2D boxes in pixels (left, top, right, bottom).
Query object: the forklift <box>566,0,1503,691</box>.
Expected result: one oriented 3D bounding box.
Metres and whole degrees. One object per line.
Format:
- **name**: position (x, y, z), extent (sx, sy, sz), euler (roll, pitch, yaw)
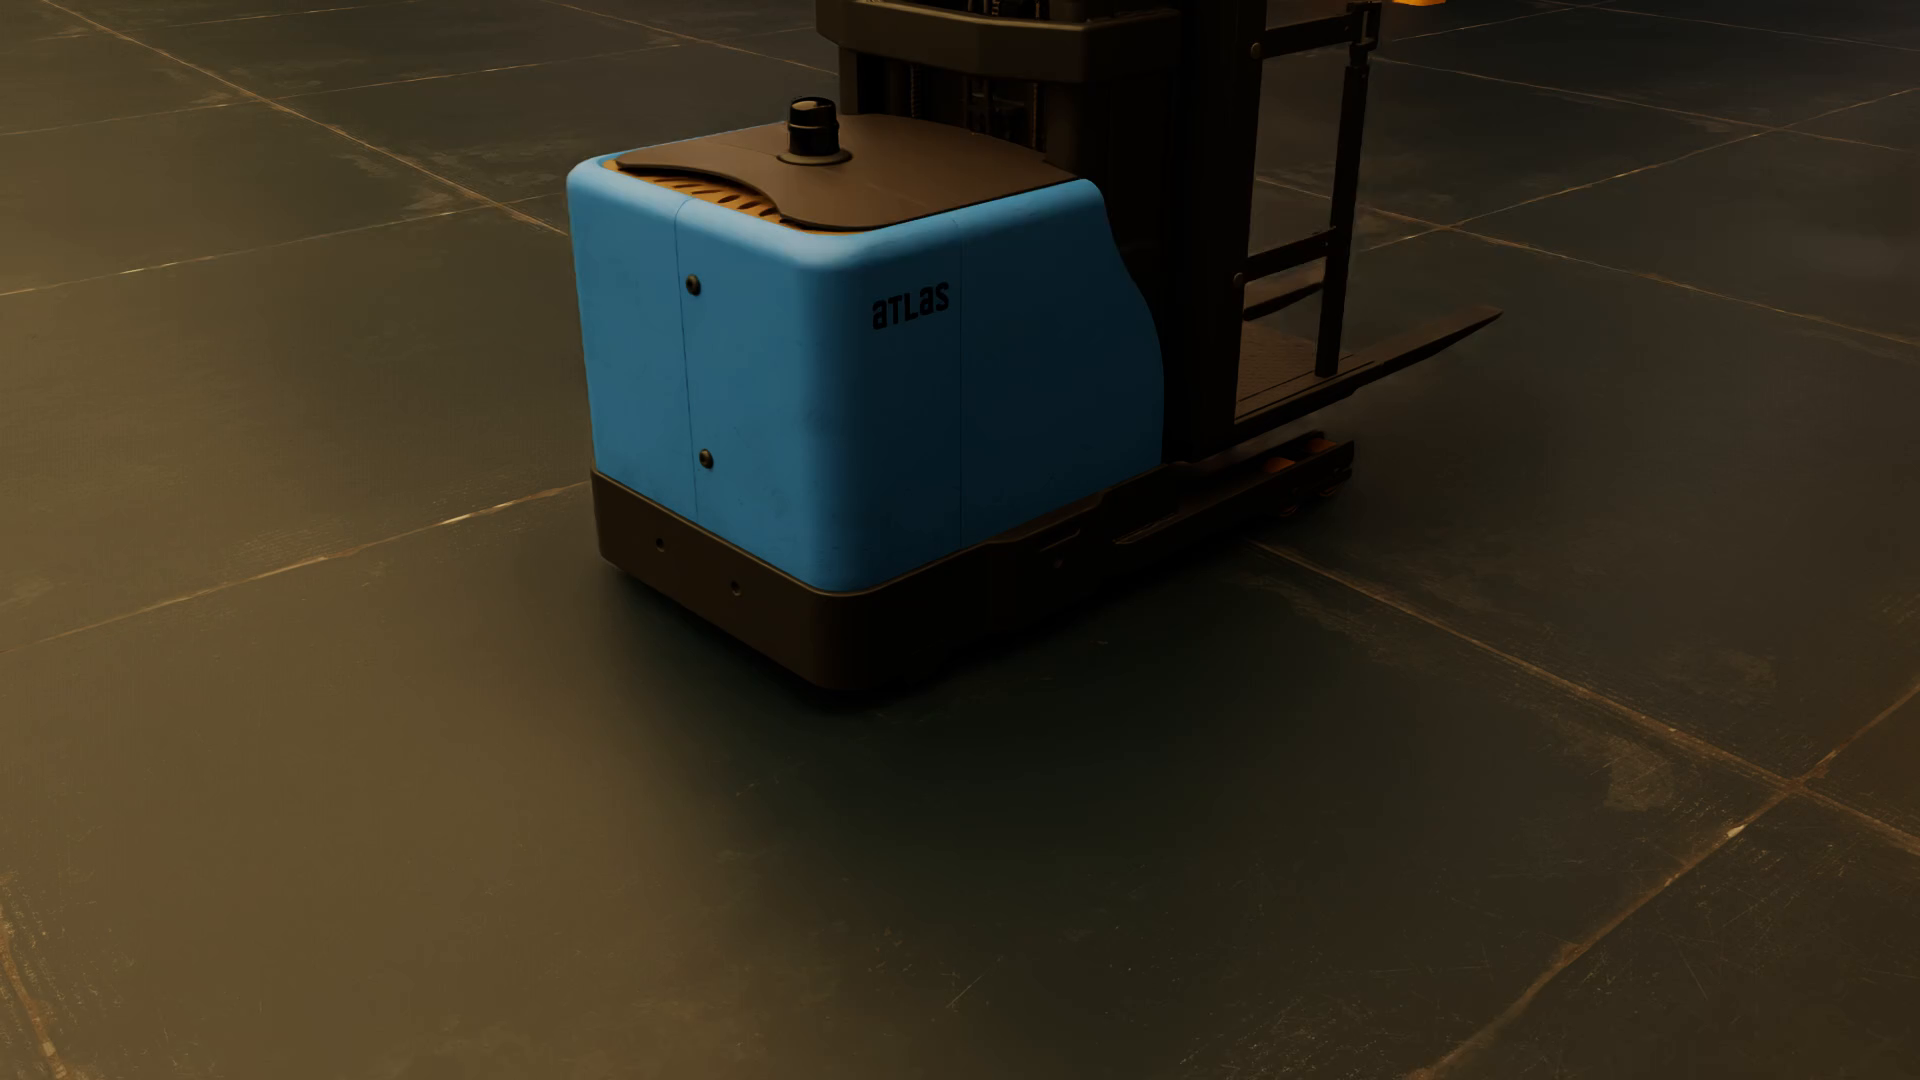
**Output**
- **forklift**: position (0.483, -1.526, 4.280), extent (3.031, 2.935, 1.130), euler (-23, 34, -38)
